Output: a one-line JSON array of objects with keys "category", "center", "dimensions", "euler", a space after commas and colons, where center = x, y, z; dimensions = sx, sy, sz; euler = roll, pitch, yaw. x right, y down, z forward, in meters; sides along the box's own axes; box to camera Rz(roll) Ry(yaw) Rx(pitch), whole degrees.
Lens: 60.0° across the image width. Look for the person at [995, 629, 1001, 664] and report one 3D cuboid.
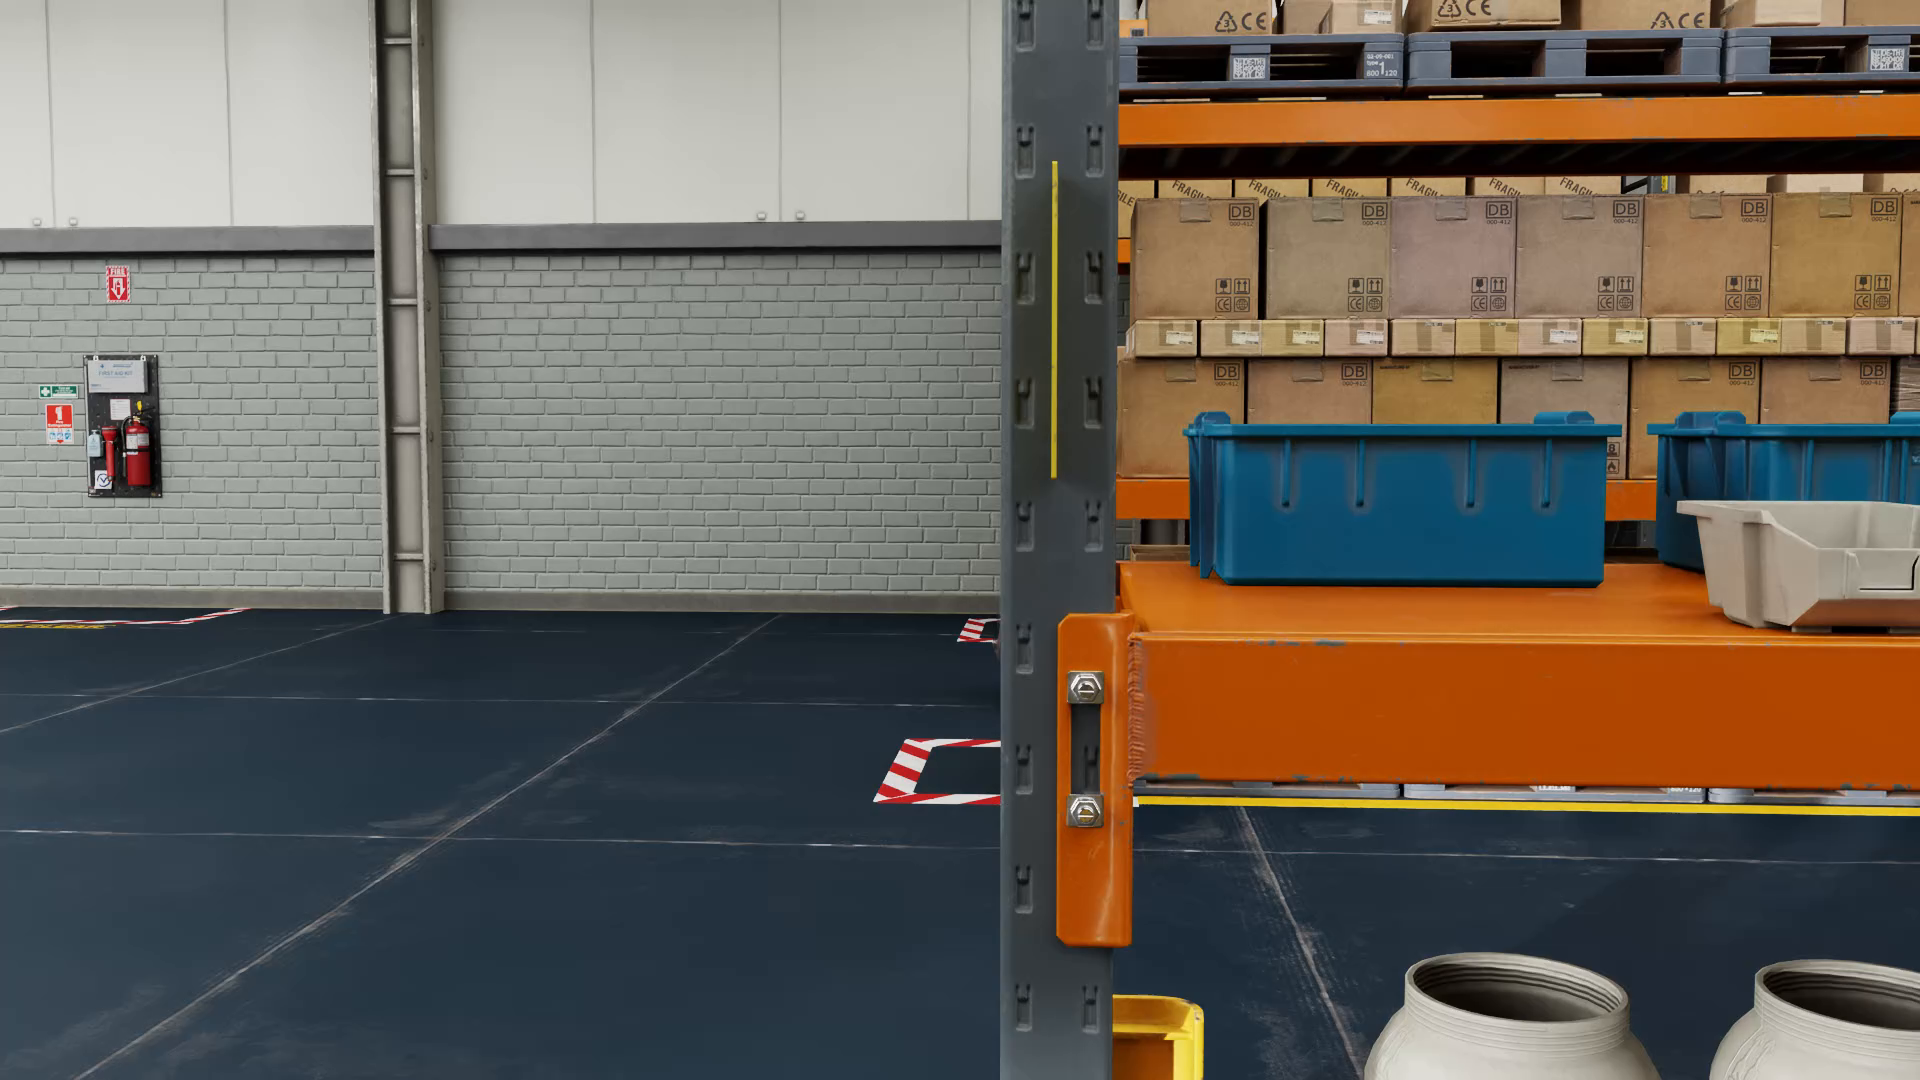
[{"category": "person", "center": [0.463, 0.526, 9.232], "dimensions": [0.528, 0.829, 0.898], "euler": [0, 4, 3]}]
